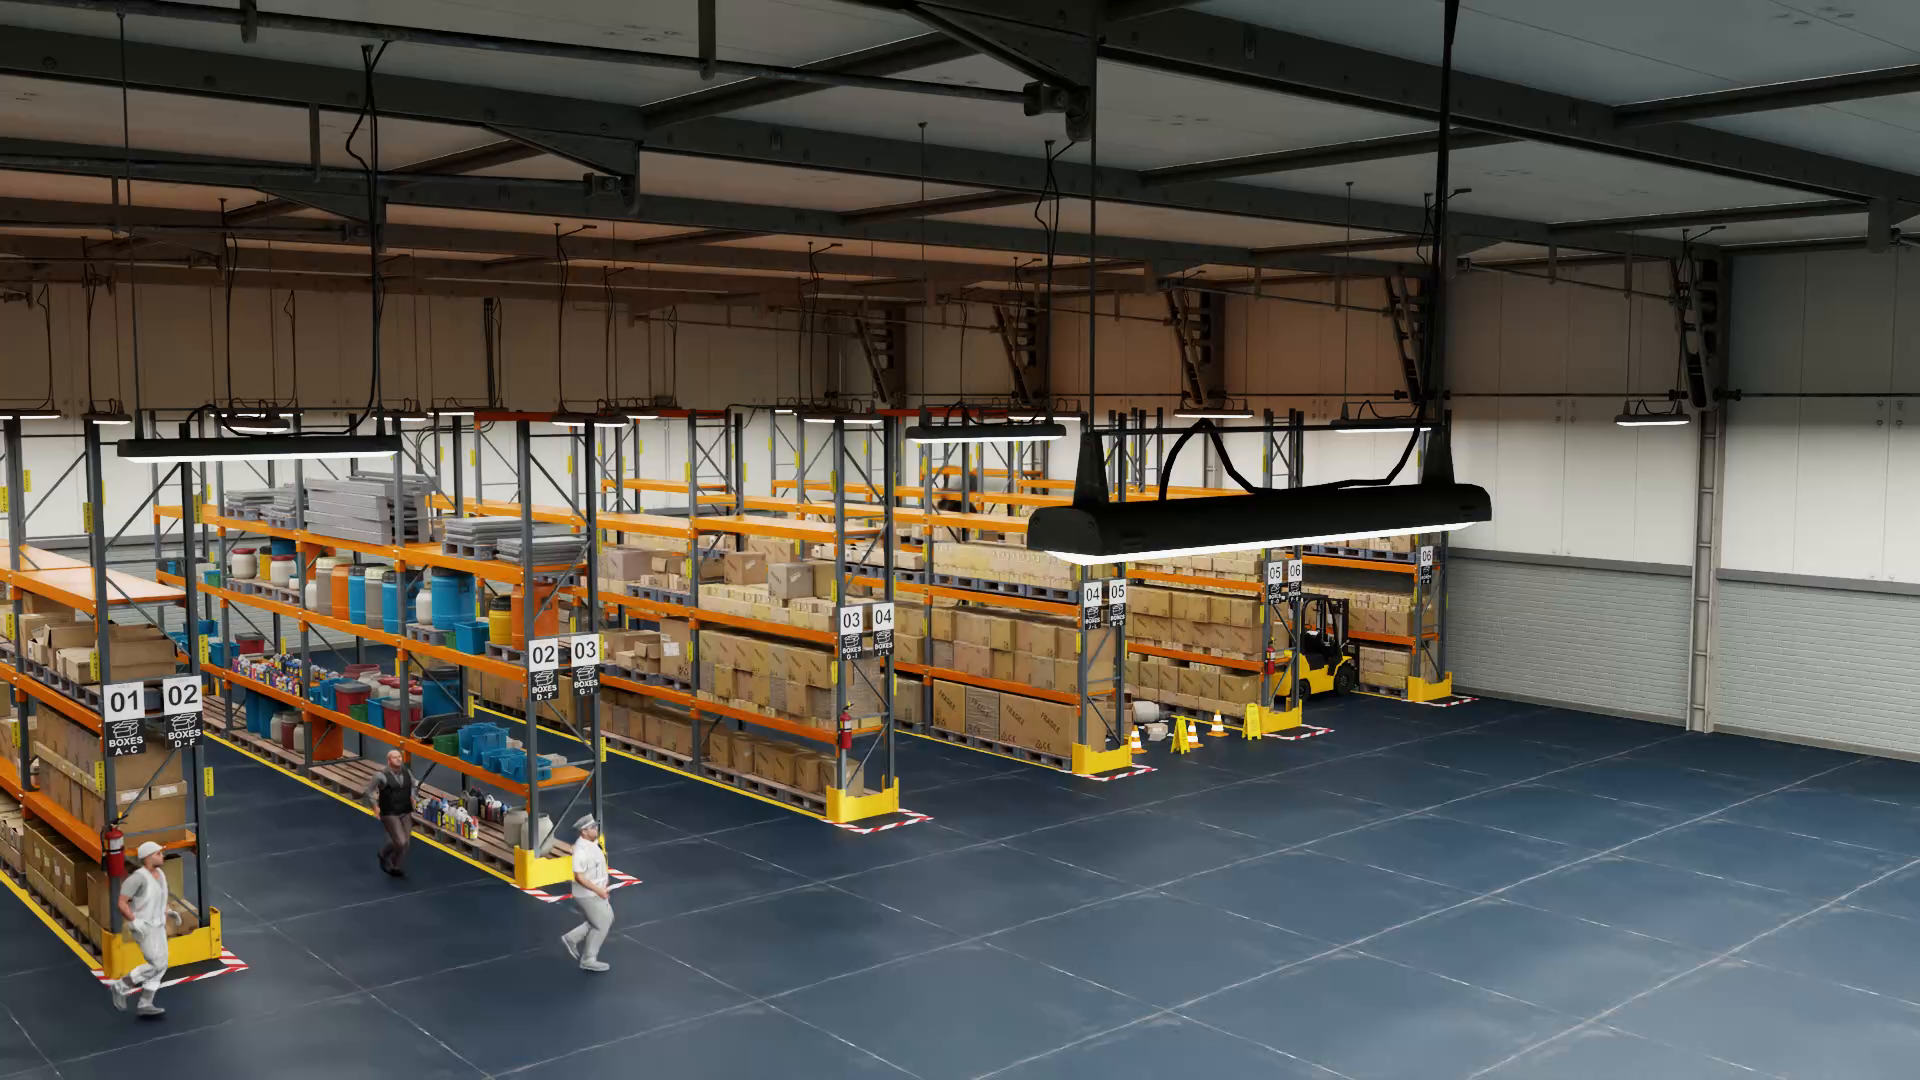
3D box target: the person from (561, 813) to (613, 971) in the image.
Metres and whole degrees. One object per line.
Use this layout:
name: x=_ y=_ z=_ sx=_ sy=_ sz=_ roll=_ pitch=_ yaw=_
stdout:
person: x=-4.103 y=3.864 z=18.294 sx=0.542 sy=1.751 sz=0.661 roll=-1 pitch=5 yaw=-8

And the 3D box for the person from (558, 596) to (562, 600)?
person: x=-9.442 y=2.117 z=38.952 sx=0.607 sy=1.647 sz=0.744 roll=-1 pitch=5 yaw=-6

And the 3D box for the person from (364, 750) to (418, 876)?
person: x=-7.339 y=3.584 z=21.709 sx=0.578 sy=1.678 sz=0.648 roll=4 pitch=6 yaw=39

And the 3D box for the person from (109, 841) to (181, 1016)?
person: x=-8.362 y=3.973 z=17.109 sx=0.573 sy=1.733 sz=0.706 roll=0 pitch=5 yaw=0
